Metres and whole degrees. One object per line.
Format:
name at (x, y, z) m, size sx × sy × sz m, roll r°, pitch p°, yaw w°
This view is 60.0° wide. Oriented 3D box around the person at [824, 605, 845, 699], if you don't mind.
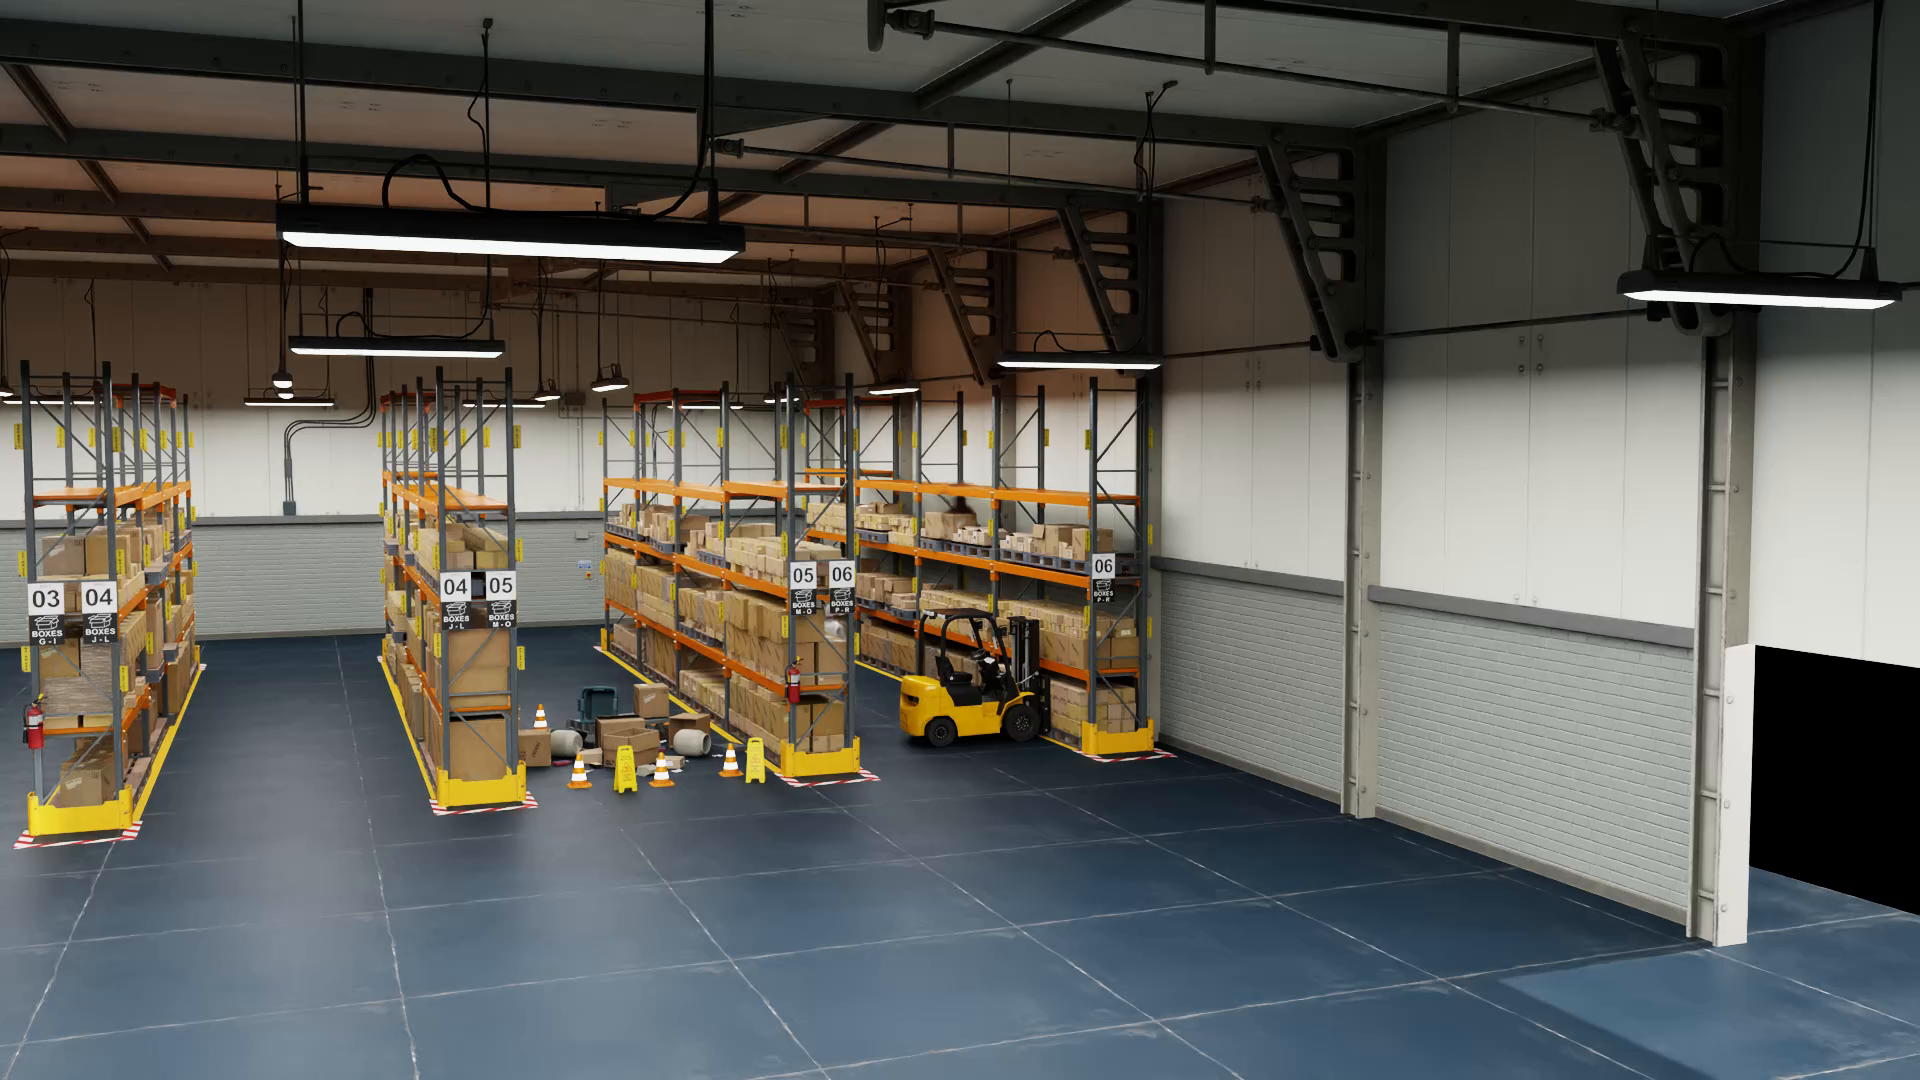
person at (-2.326, 2.030, 29.796) m, size 0.616 × 1.757 × 0.472 m, roll -1°, pitch 4°, yaw -18°
